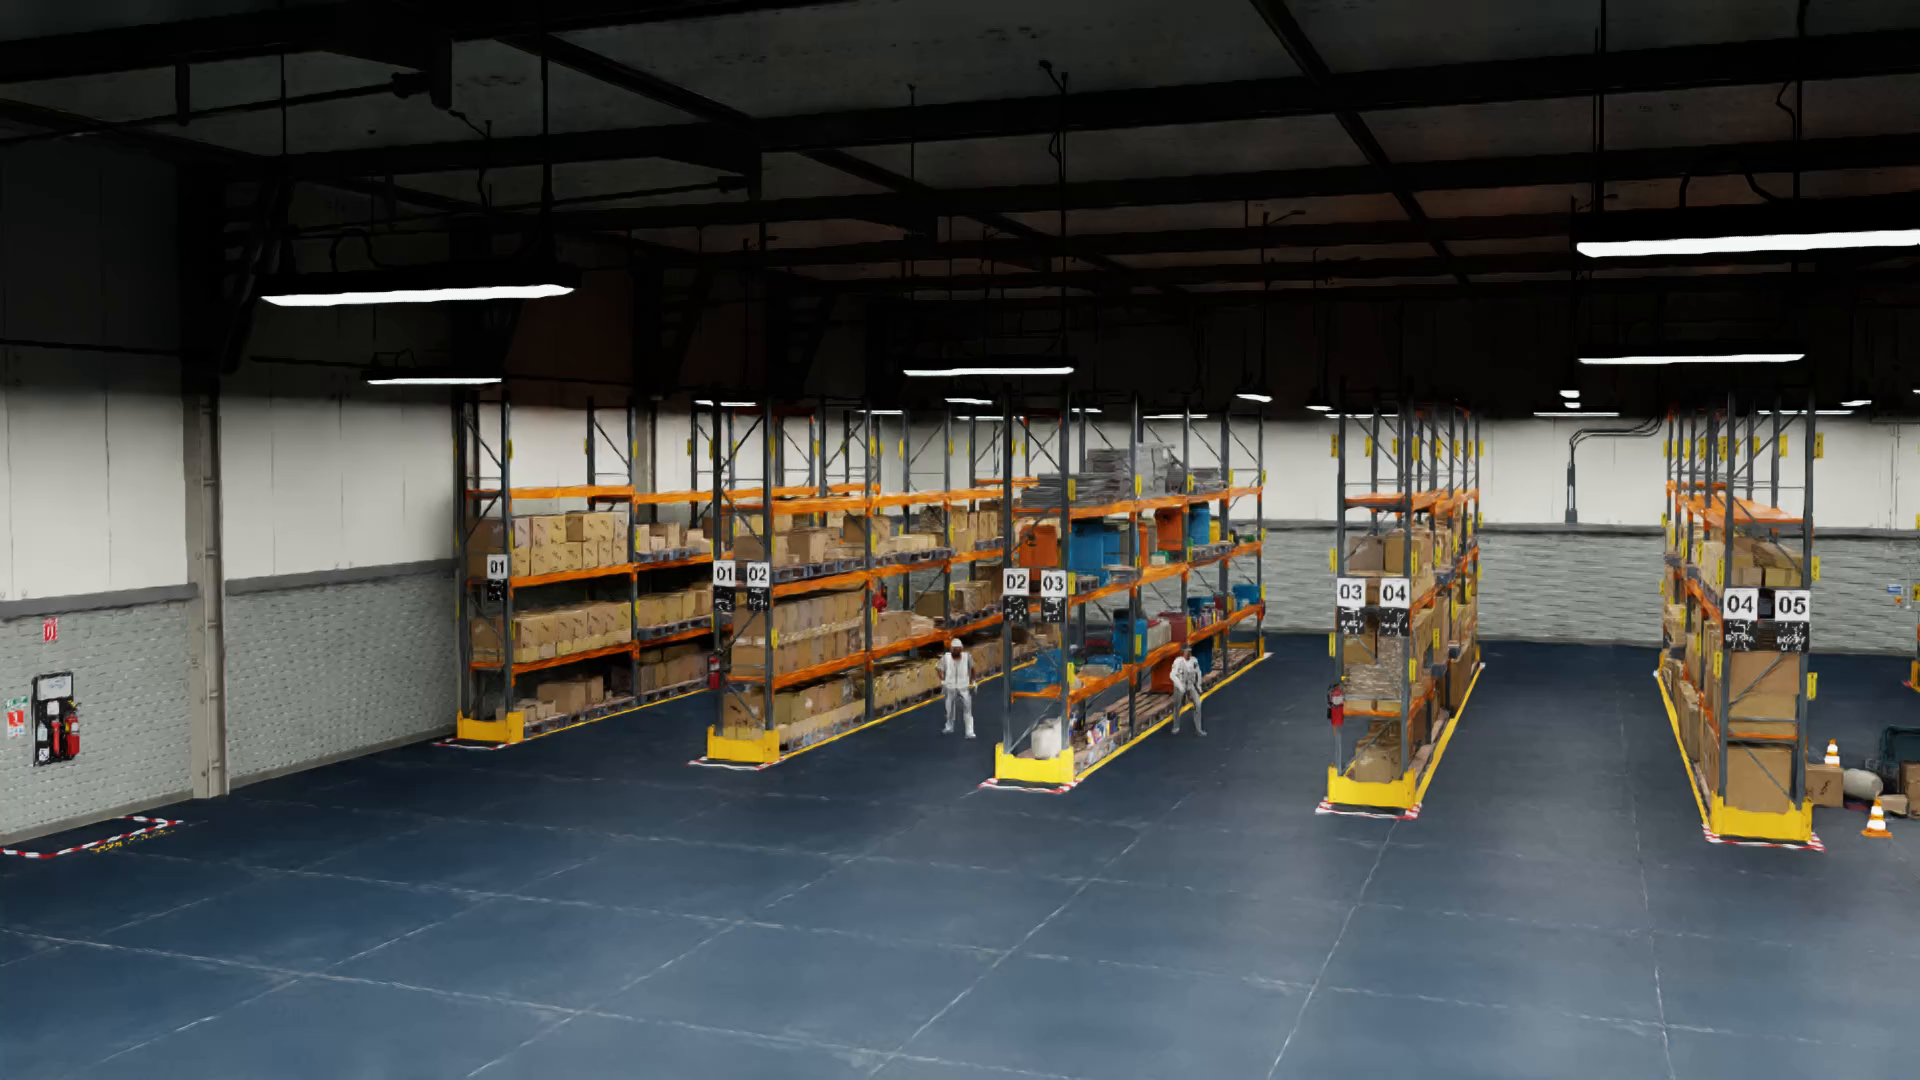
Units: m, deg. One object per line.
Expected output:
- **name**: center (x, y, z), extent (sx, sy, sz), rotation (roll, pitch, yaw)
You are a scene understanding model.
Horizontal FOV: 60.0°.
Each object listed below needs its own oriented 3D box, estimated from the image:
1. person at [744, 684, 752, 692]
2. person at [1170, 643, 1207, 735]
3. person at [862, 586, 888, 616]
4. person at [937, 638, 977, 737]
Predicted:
- **person**: center (-4.249, 2.375, 32.862), extent (0.444, 1.604, 1.016), rotation (1, 3, 12)
- **person**: center (3.954, 2.586, 29.090), extent (0.617, 1.621, 0.739), rotation (0, 3, -4)
- **person**: center (-2.066, 1.944, 40.442), extent (0.682, 1.676, 0.529), rotation (1, 3, 19)
- **person**: center (-0.041, 2.546, 28.873), extent (0.701, 1.717, 0.849), rotation (0, 3, 4)
